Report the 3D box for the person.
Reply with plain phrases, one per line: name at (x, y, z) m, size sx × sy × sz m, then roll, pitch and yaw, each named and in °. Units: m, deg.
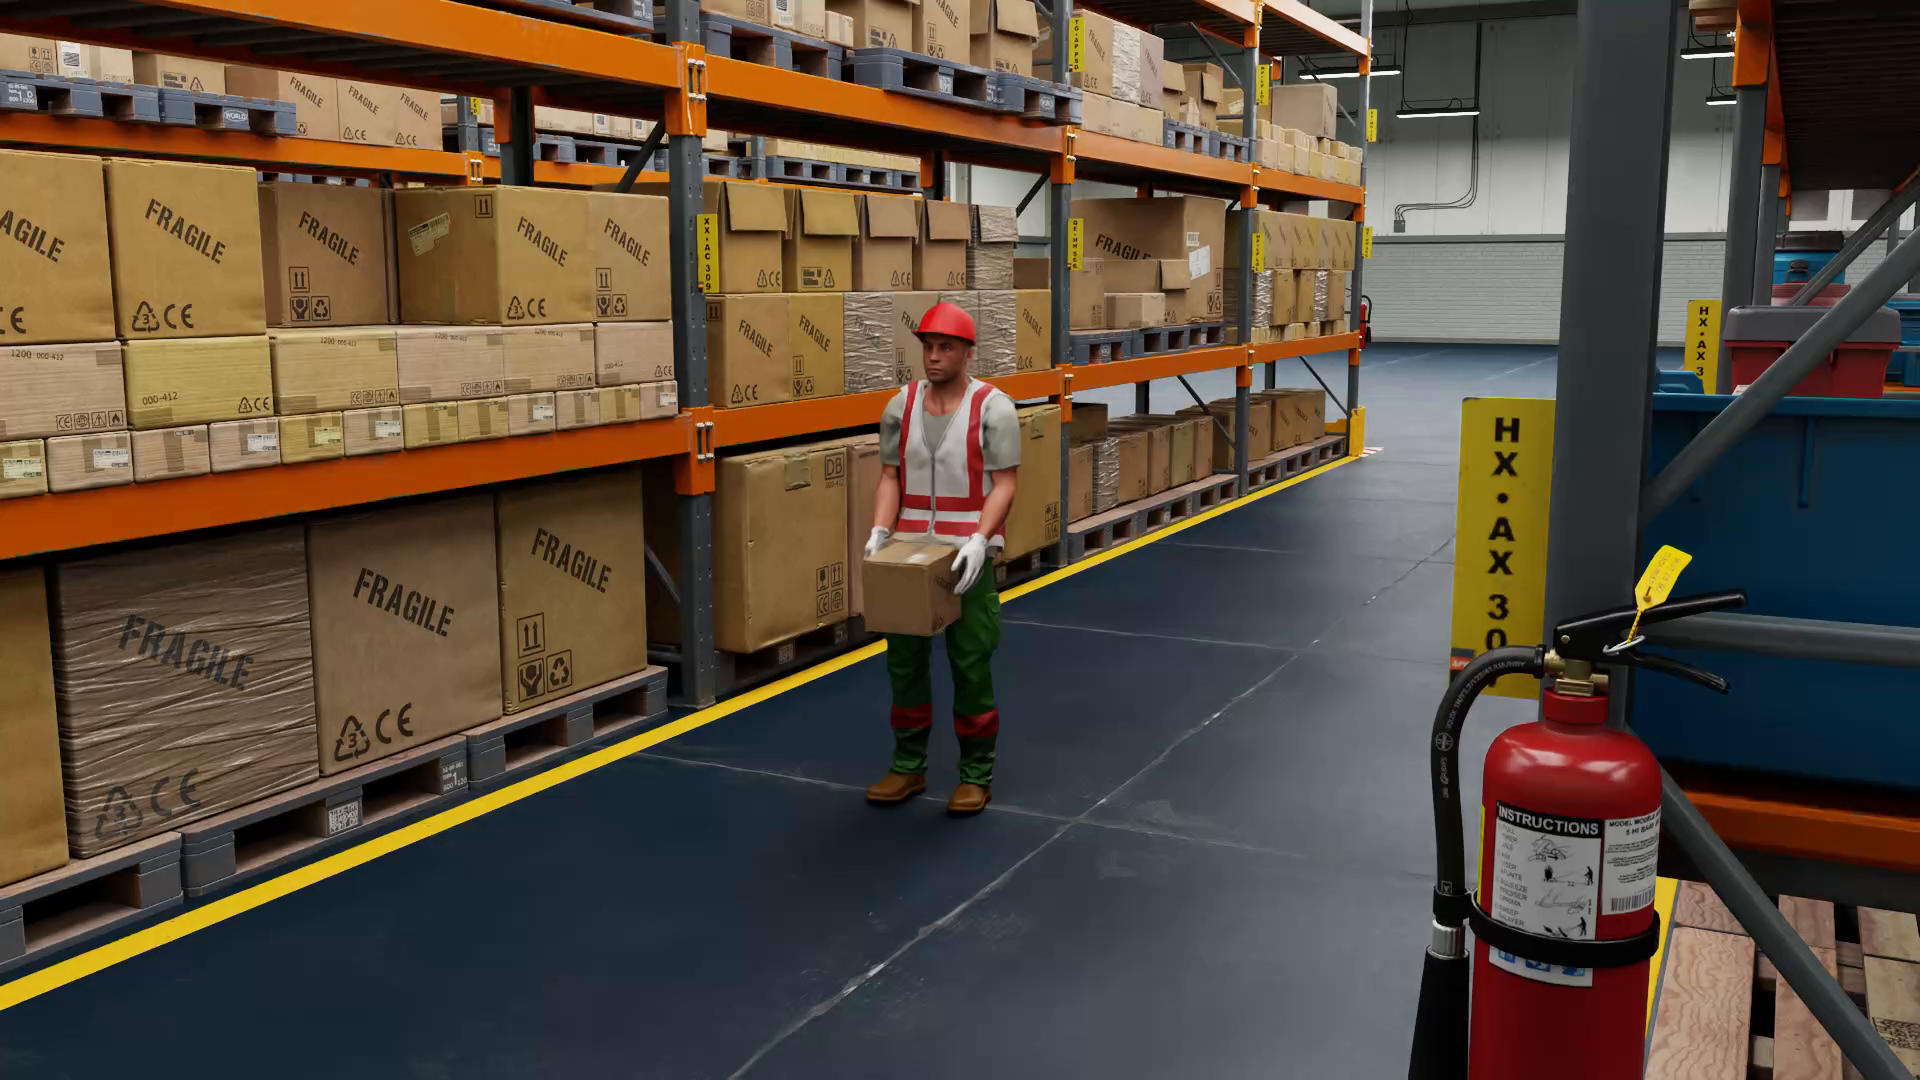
person at (-0.063, 0.064, 5.872) m, size 0.535 × 1.792 × 0.462 m, roll 4°, pitch 10°, yaw 25°
